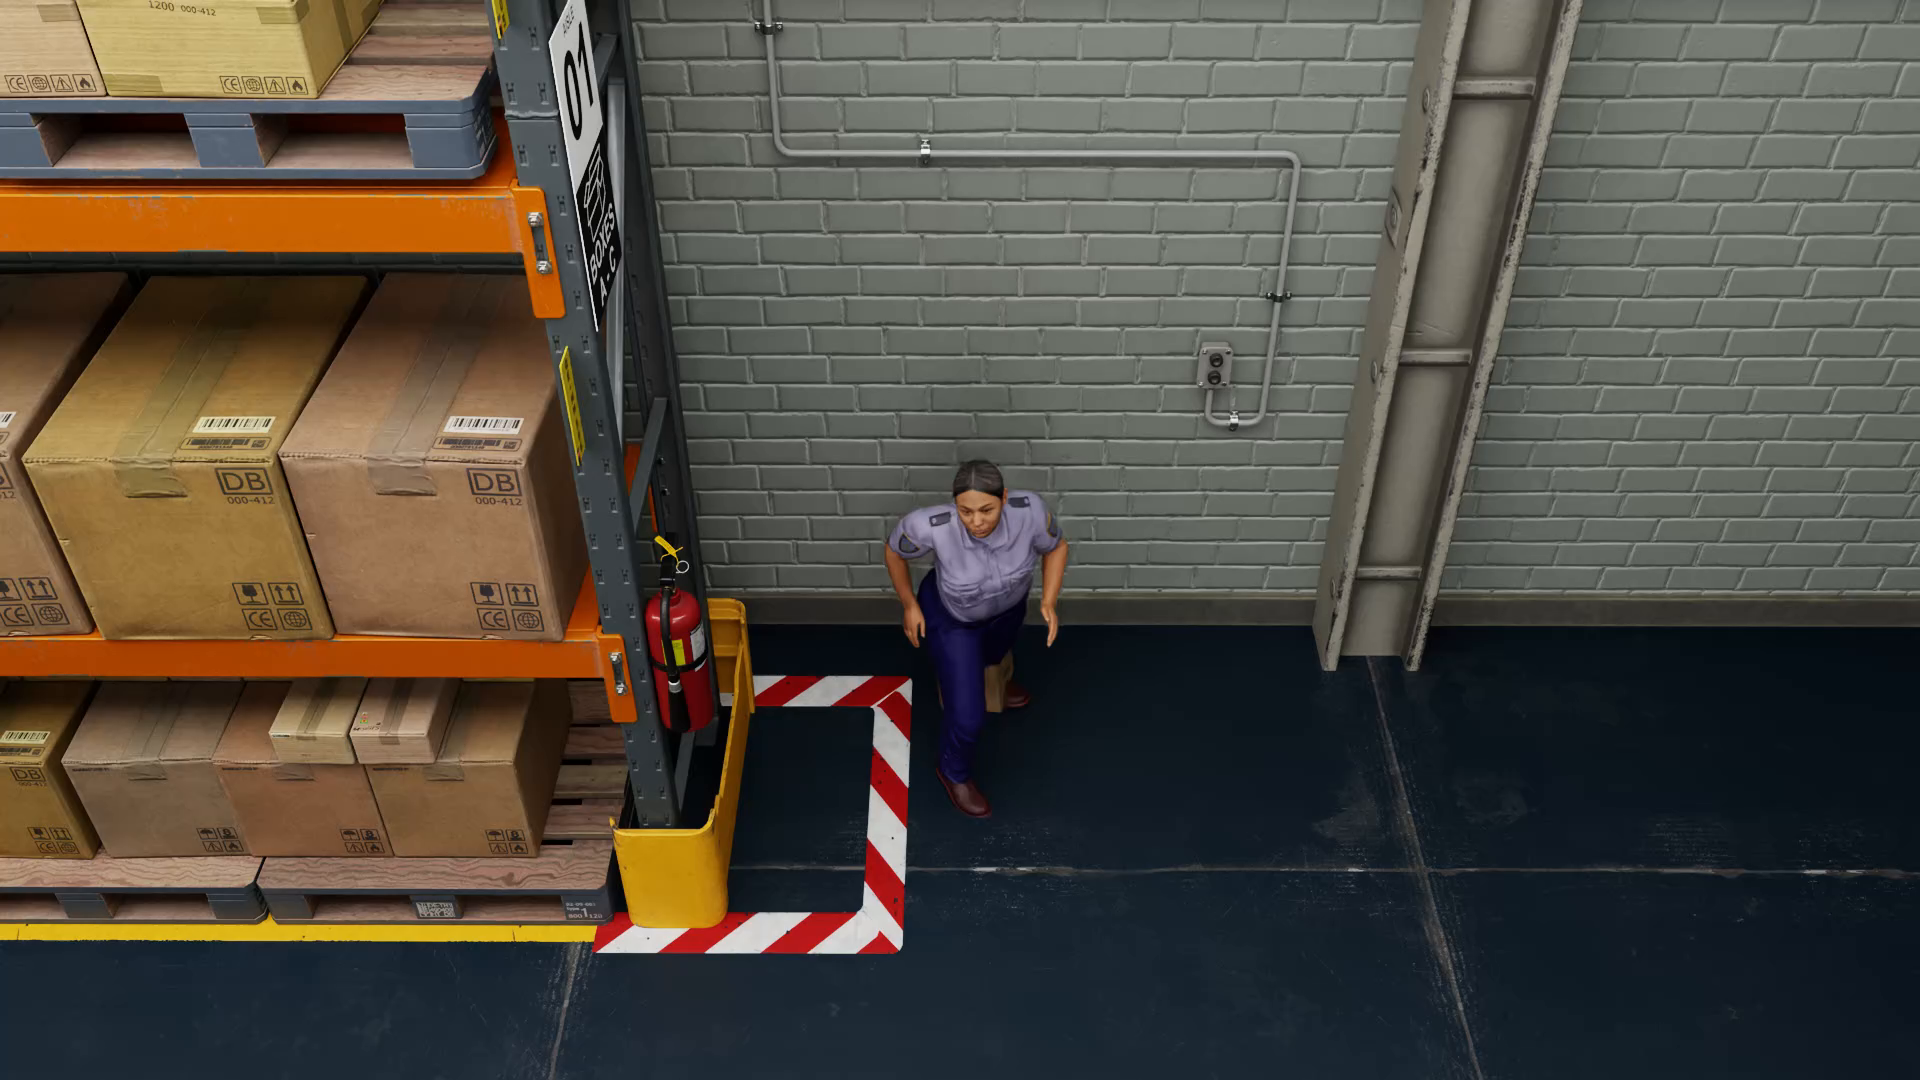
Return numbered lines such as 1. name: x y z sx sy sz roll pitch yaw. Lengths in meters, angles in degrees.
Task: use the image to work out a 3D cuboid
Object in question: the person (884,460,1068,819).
1. person: 0.095 0.261 5.930 0.644 1.585 0.825 -21 44 -23
